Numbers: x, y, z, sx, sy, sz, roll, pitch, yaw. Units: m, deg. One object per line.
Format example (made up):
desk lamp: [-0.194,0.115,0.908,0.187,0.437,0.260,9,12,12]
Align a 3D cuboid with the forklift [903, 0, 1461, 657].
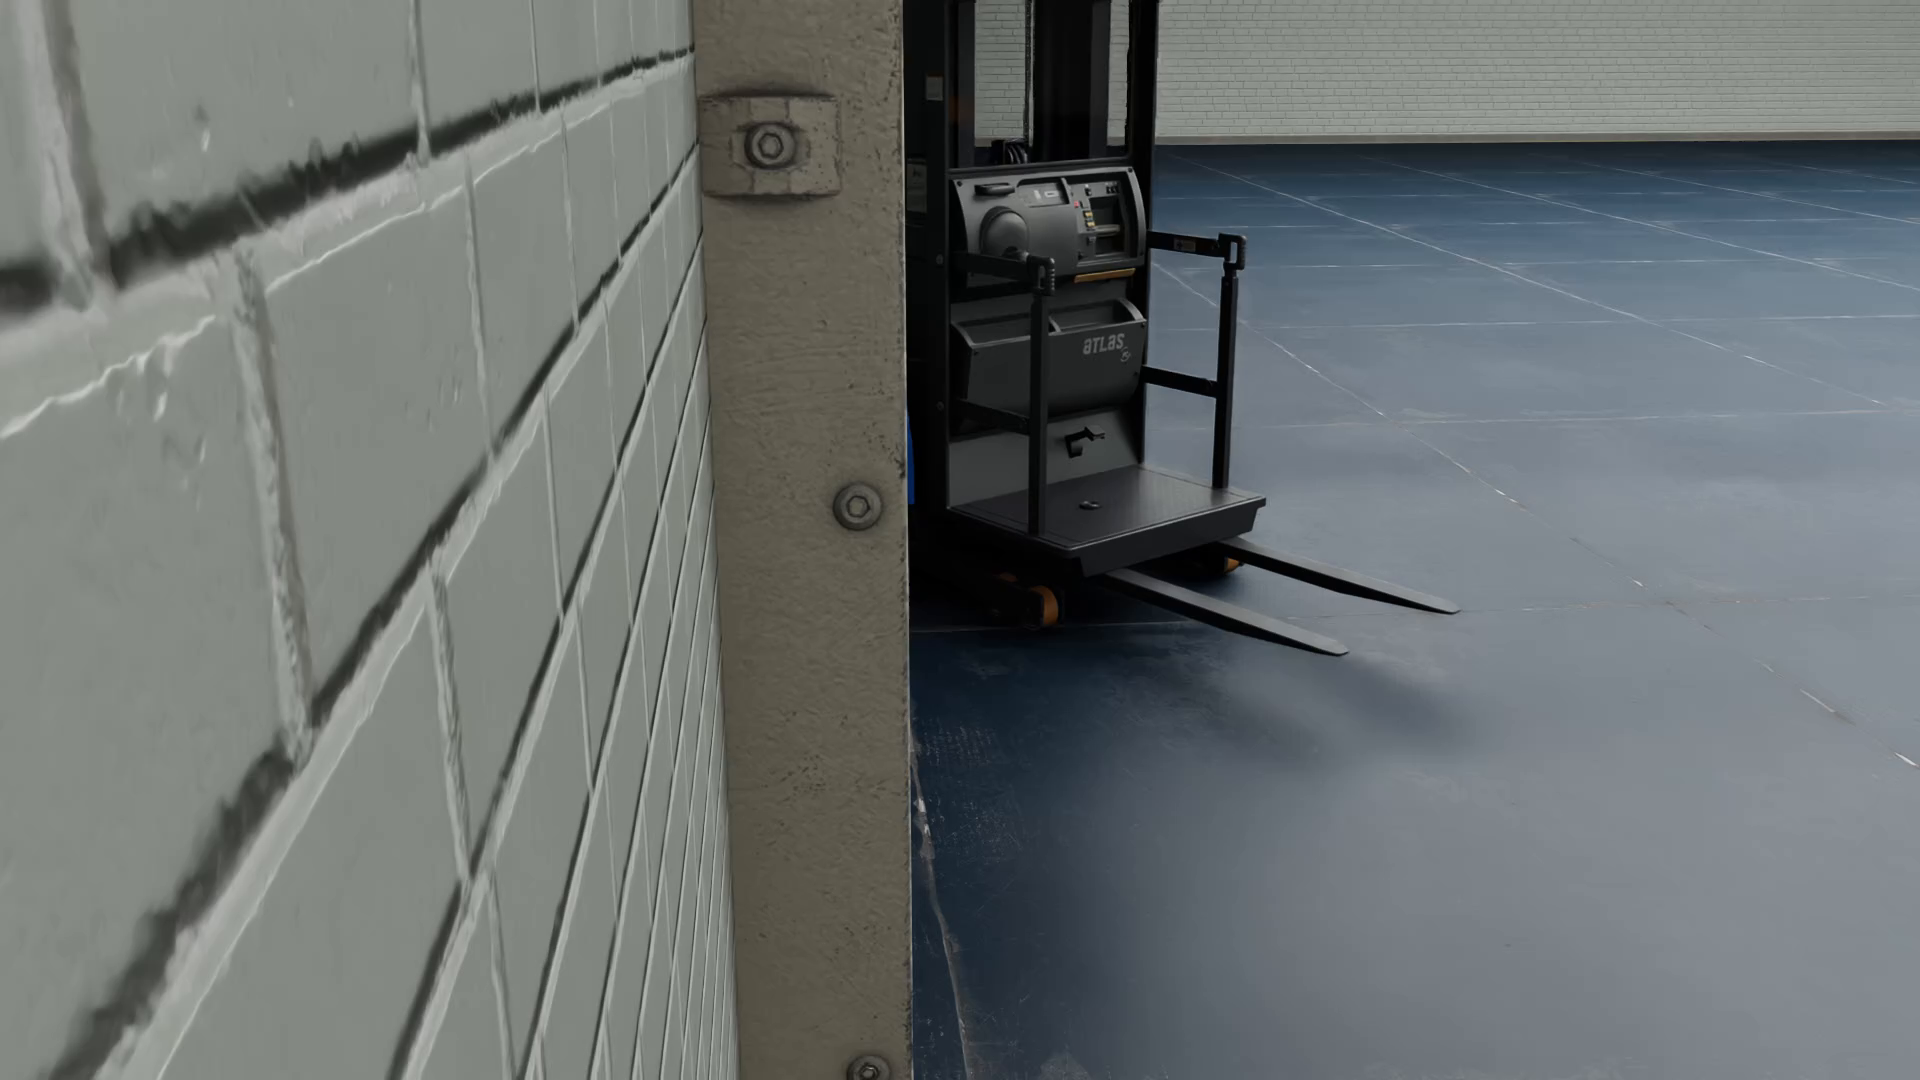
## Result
forklift: [0.490,-1.233,6.213,1.130,2.935,3.031,-14,22,-38]
